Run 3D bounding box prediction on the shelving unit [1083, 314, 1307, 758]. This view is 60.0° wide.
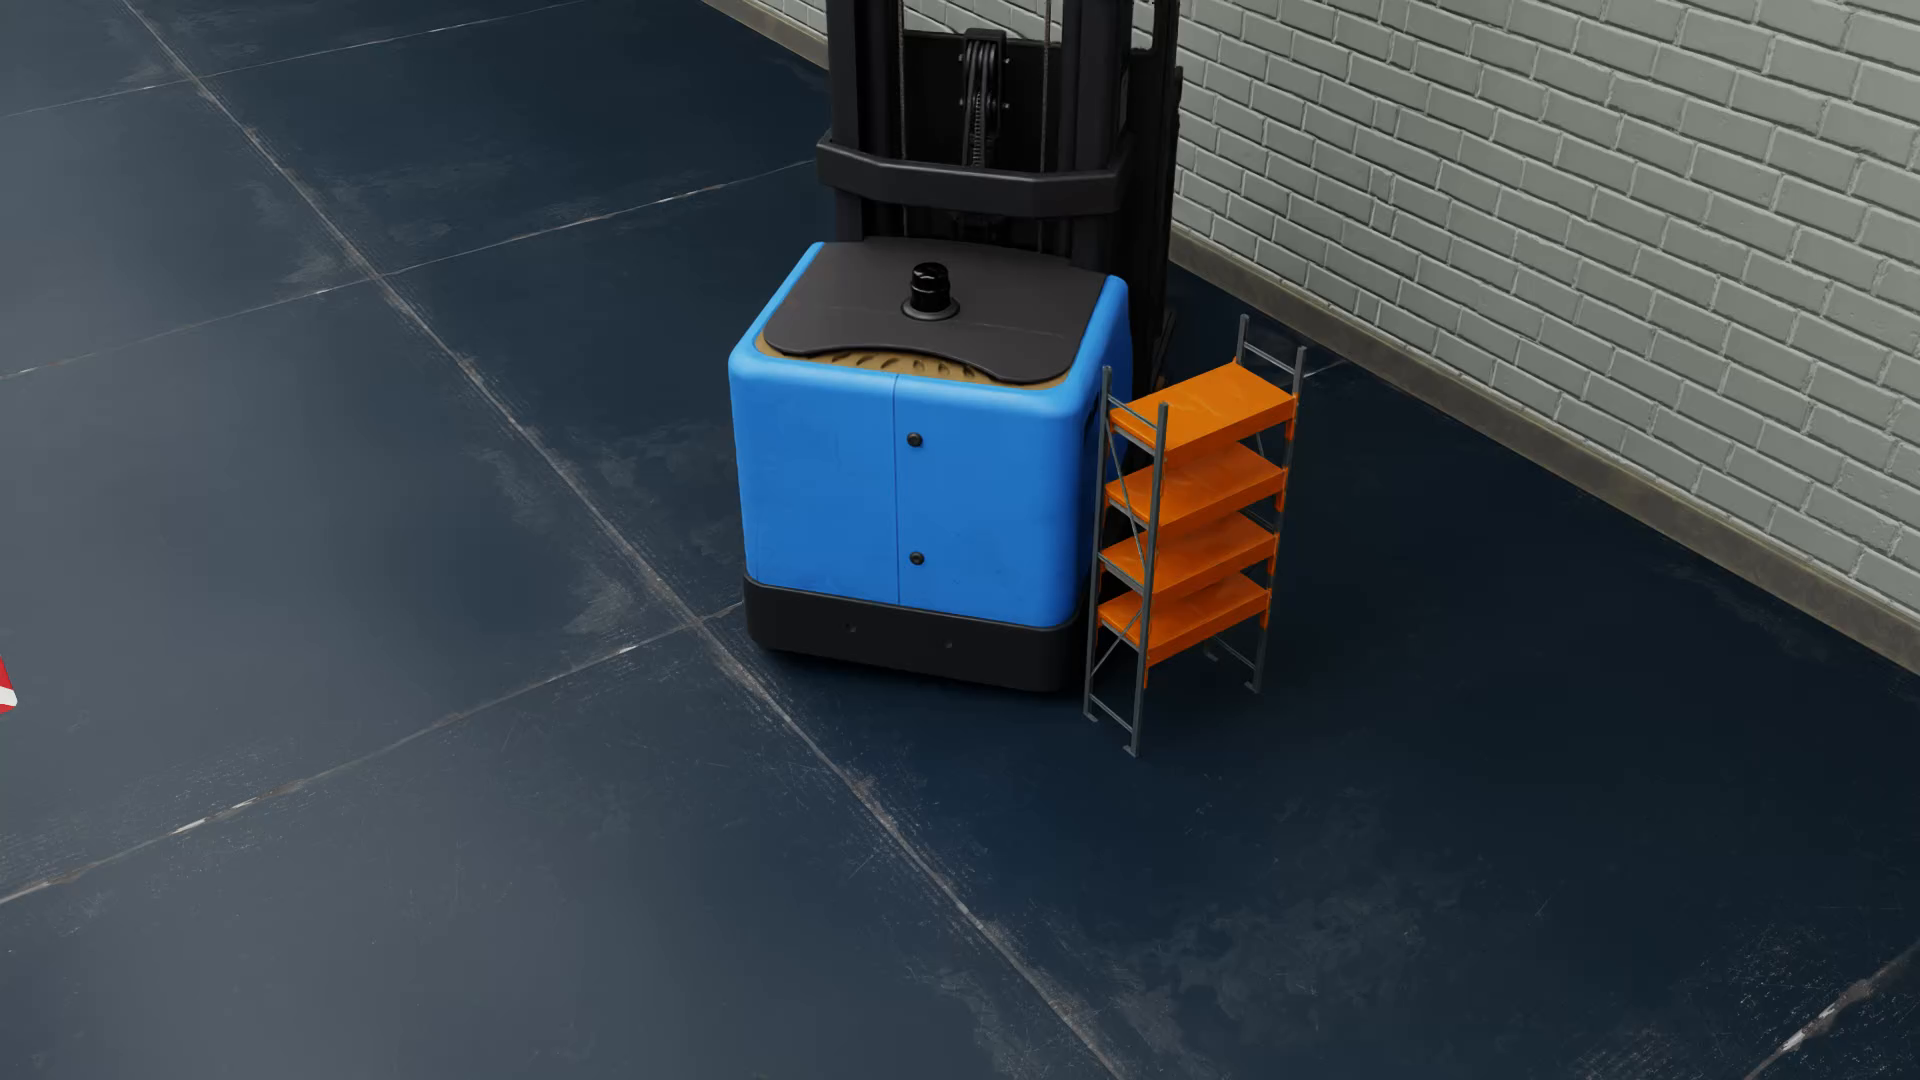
[{"bbox_3d":[0.646,0.009,4.710,0.503,1.200,0.258,-23,42,-28],"label":"shelving unit"}]

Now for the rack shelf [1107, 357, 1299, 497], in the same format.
[{"bbox_3d":[0.646,-0.310,4.481,0.480,0.148,0.258,-23,42,-28],"label":"rack shelf"}]

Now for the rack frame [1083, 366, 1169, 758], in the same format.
[{"bbox_3d":[0.447,0.092,4.595,0.015,1.200,0.240,-23,42,-28],"label":"rack frame"}]

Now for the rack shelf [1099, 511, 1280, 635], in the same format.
[{"bbox_3d":[0.646,0.063,4.750,0.480,0.148,0.258,-23,42,-28],"label":"rack shelf"}]

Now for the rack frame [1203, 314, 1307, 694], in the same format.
[{"bbox_3d":[0.844,-0.074,4.826,0.015,1.200,0.240,-23,42,-28],"label":"rack frame"}]

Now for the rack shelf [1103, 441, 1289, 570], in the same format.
[{"bbox_3d":[0.646,-0.118,4.619,0.480,0.148,0.258,-23,42,-28],"label":"rack shelf"}]

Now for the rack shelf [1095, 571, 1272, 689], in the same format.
[{"bbox_3d":[0.646,0.225,4.865,0.480,0.148,0.258,-23,42,-28],"label":"rack shelf"}]

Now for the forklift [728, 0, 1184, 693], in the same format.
[{"bbox_3d":[0.192,-1.592,5.453,1.130,2.935,3.031,8,37,12],"label":"forklift"}]
